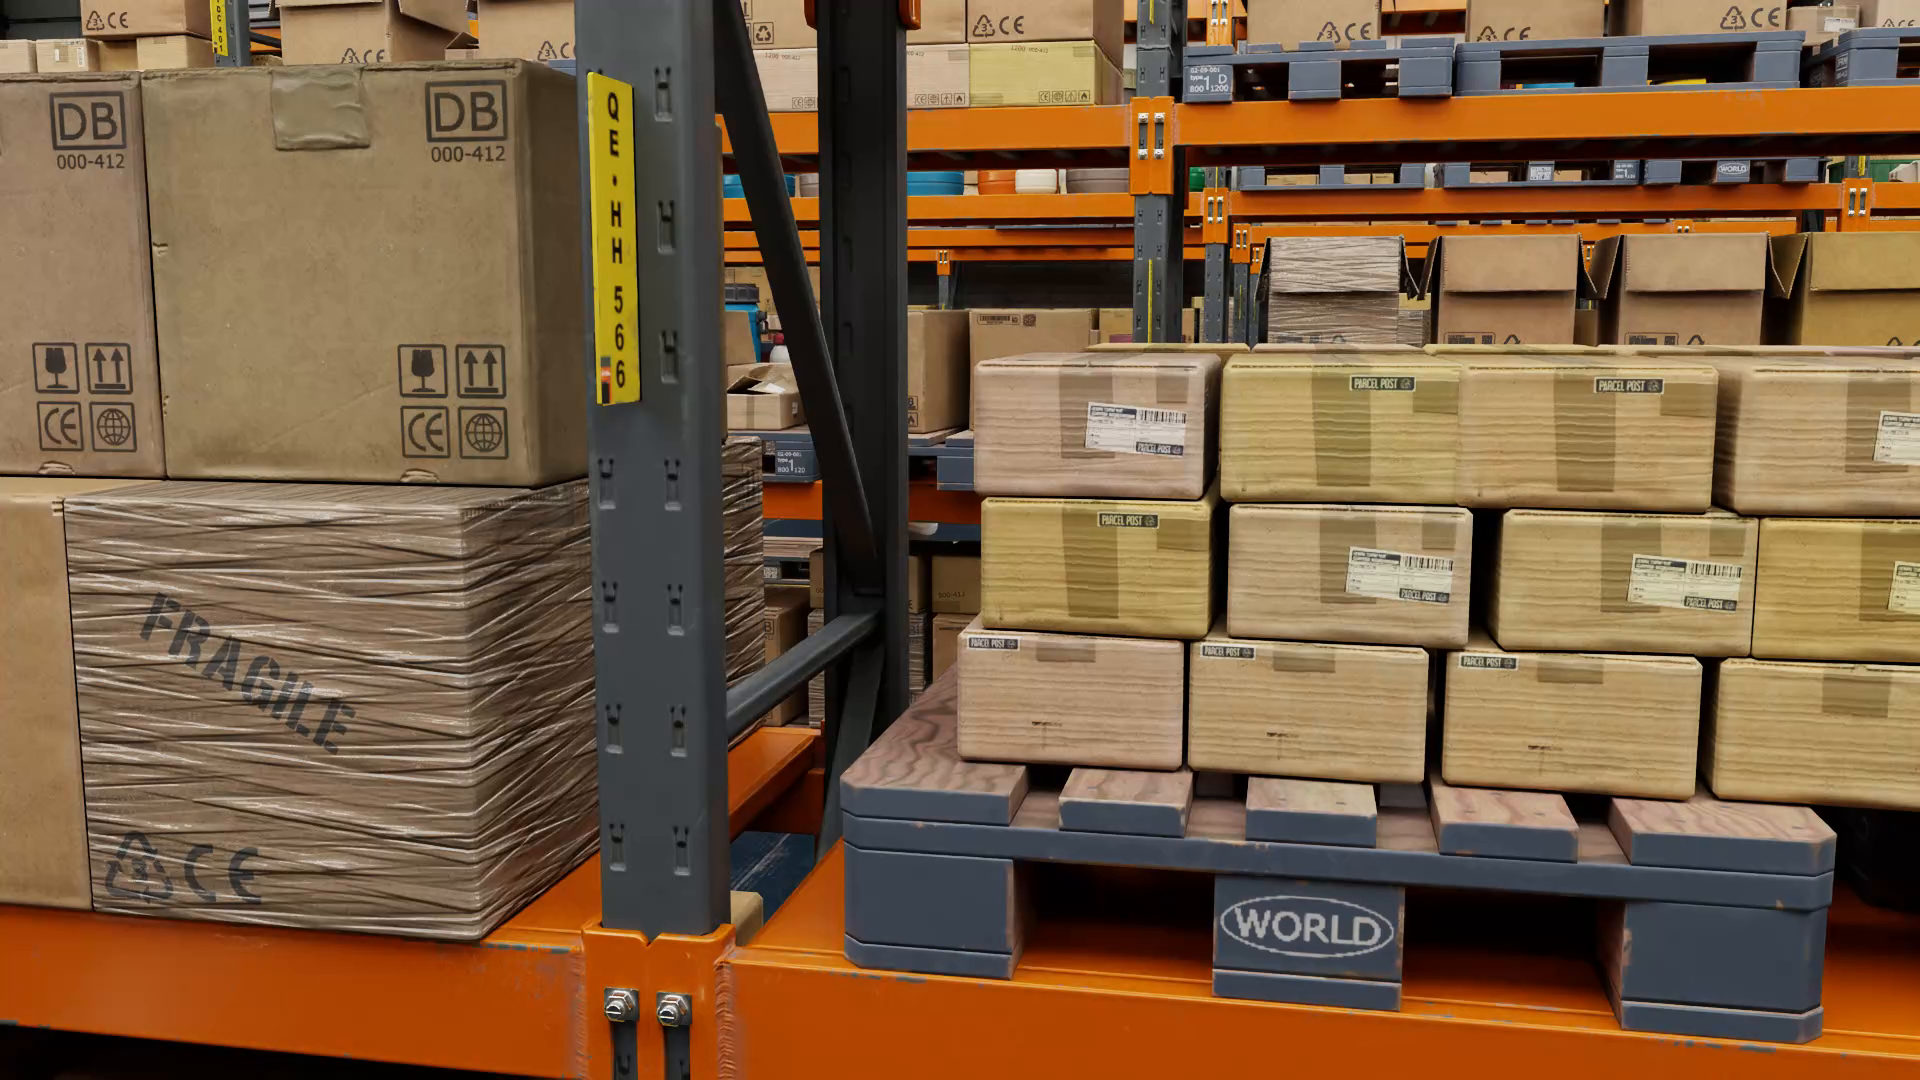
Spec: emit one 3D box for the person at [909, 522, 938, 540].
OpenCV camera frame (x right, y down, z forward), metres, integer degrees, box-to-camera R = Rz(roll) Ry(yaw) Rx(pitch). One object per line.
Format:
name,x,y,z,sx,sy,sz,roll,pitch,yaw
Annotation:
person,-0.339,-0.071,8.763,0.467,1.759,0.629,1,8,8
